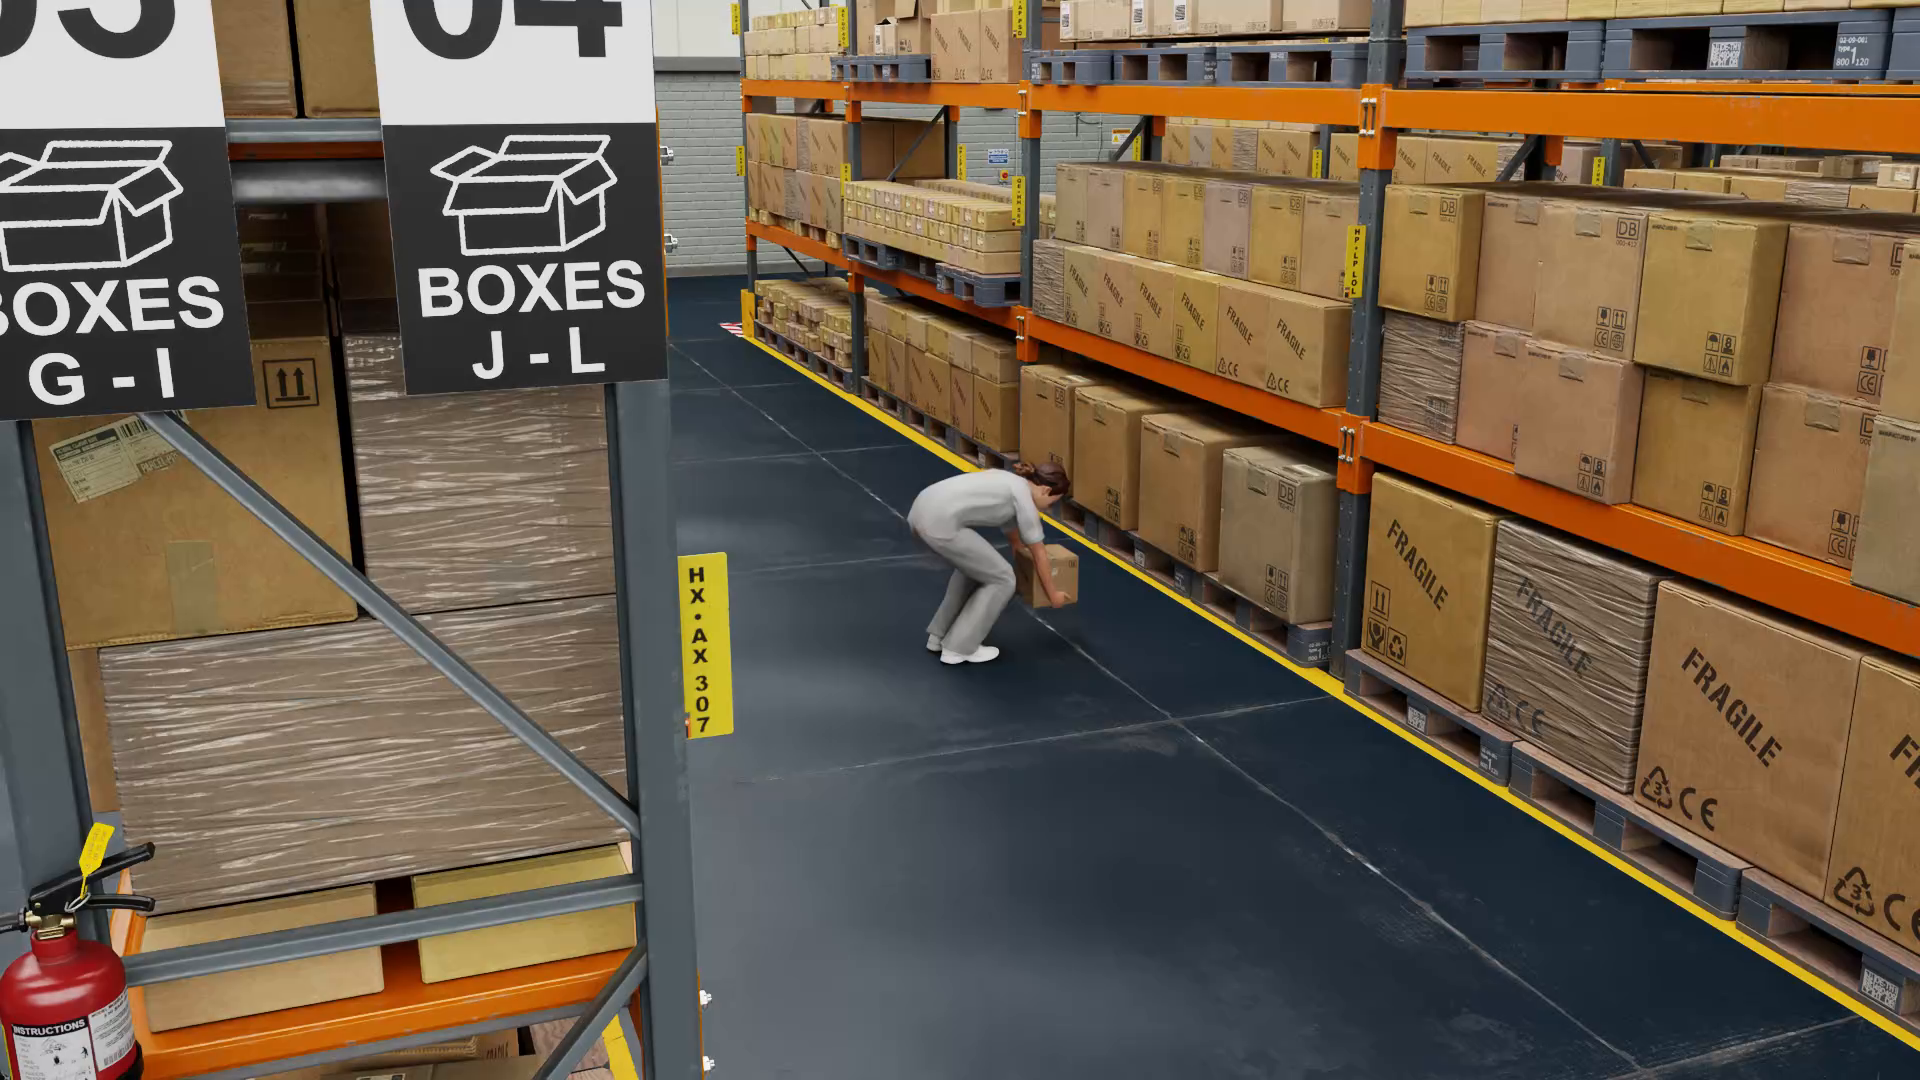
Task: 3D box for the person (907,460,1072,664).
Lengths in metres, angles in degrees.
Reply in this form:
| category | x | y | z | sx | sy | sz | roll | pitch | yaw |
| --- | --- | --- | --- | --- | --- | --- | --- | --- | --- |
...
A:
| category | x | y | z | sx | sy | sz | roll | pitch | yaw |
| --- | --- | --- | --- | --- | --- | --- | --- | --- | --- |
| person | 0.160 | 0.095 | 8.479 | 0.867 | 0.979 | 0.472 | -7 | 17 | -23 |
